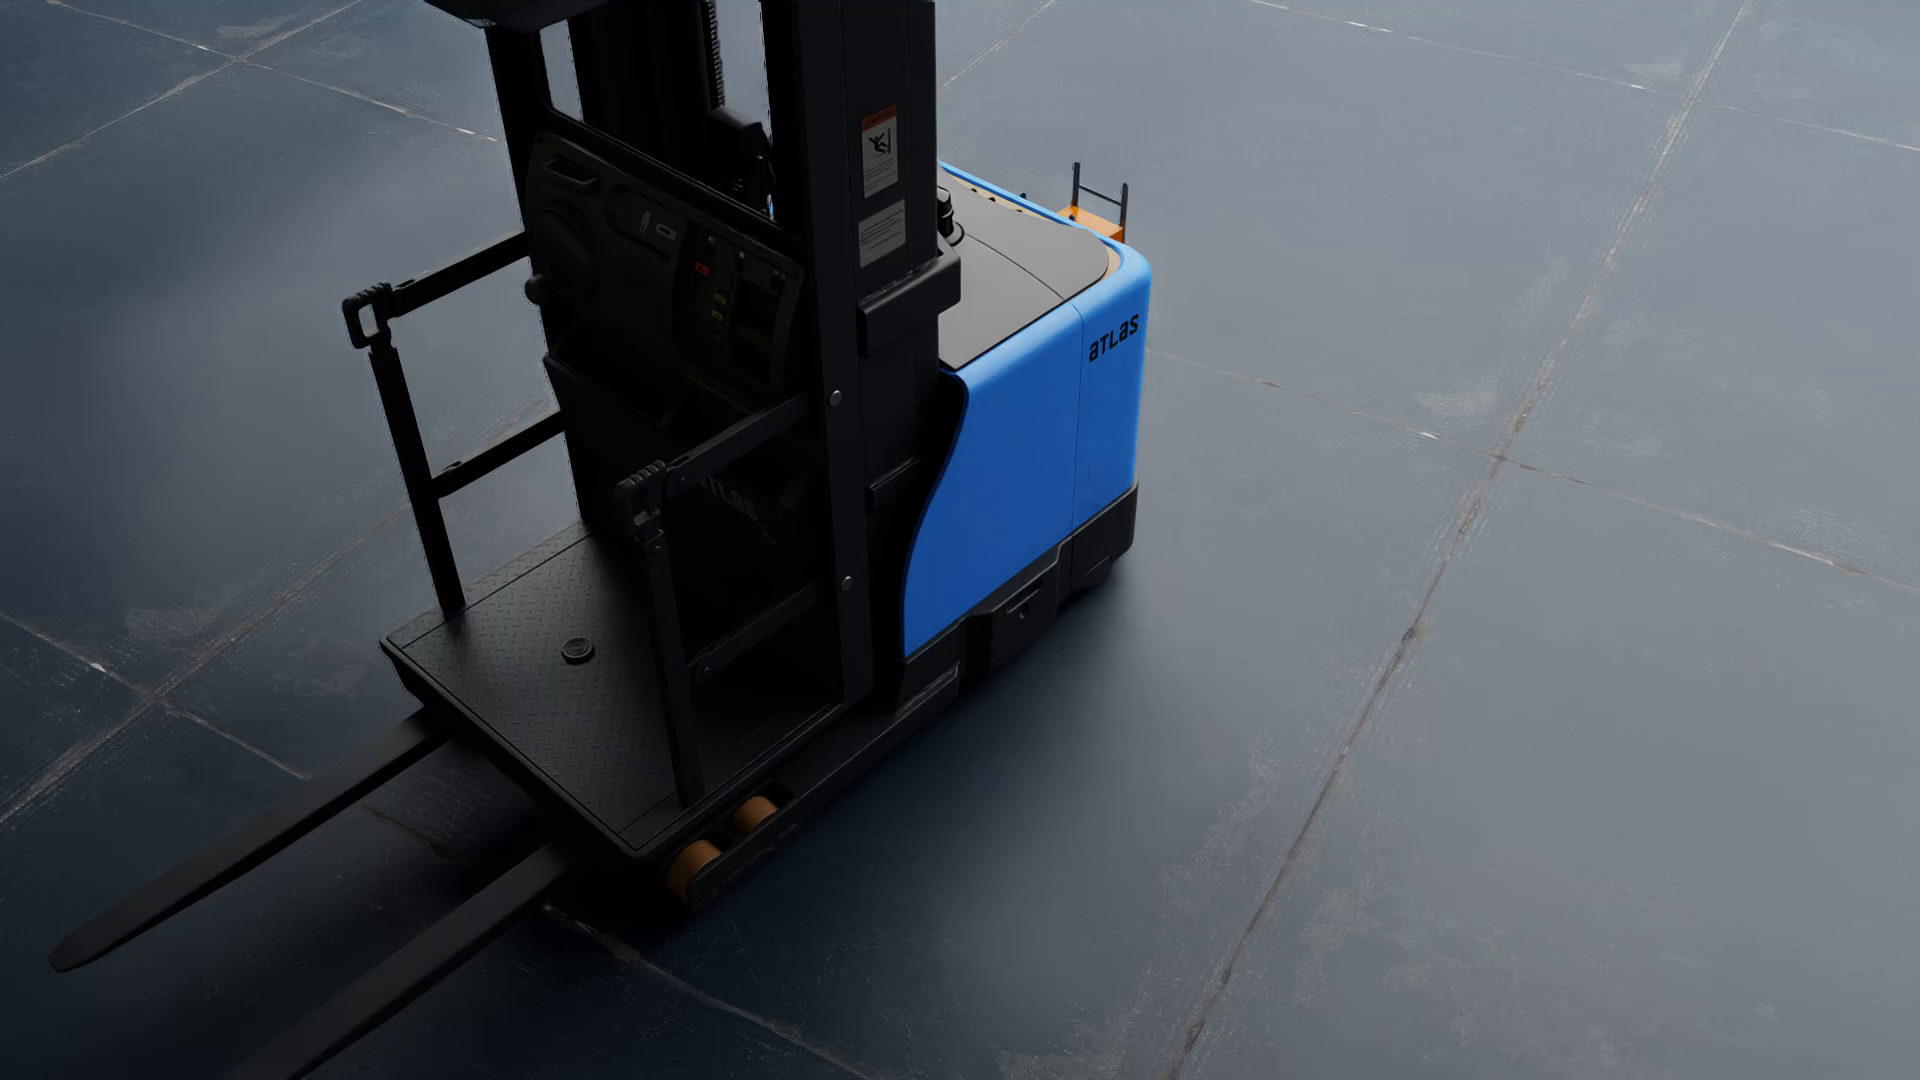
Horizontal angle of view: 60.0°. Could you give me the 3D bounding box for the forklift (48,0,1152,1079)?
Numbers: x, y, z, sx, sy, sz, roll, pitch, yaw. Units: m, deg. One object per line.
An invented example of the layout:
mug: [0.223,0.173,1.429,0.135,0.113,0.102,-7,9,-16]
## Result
forklift: [-0.830,-0.560,3.668,1.130,2.935,3.031,31,50,31]

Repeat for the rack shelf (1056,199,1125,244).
rack shelf: [0.332,-0.829,4.984,0.215,0.259,0.240,31,50,31]

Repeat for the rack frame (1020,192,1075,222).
rack frame: [0.250,-0.565,5.097,0.200,1.050,0.008,31,50,31]

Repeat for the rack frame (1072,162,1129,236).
rack frame: [0.415,-0.684,5.232,0.200,1.050,0.008,31,50,31]

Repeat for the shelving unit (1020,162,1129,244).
shelving unit: [0.332,-0.624,5.165,0.215,1.050,0.252,31,50,31]
